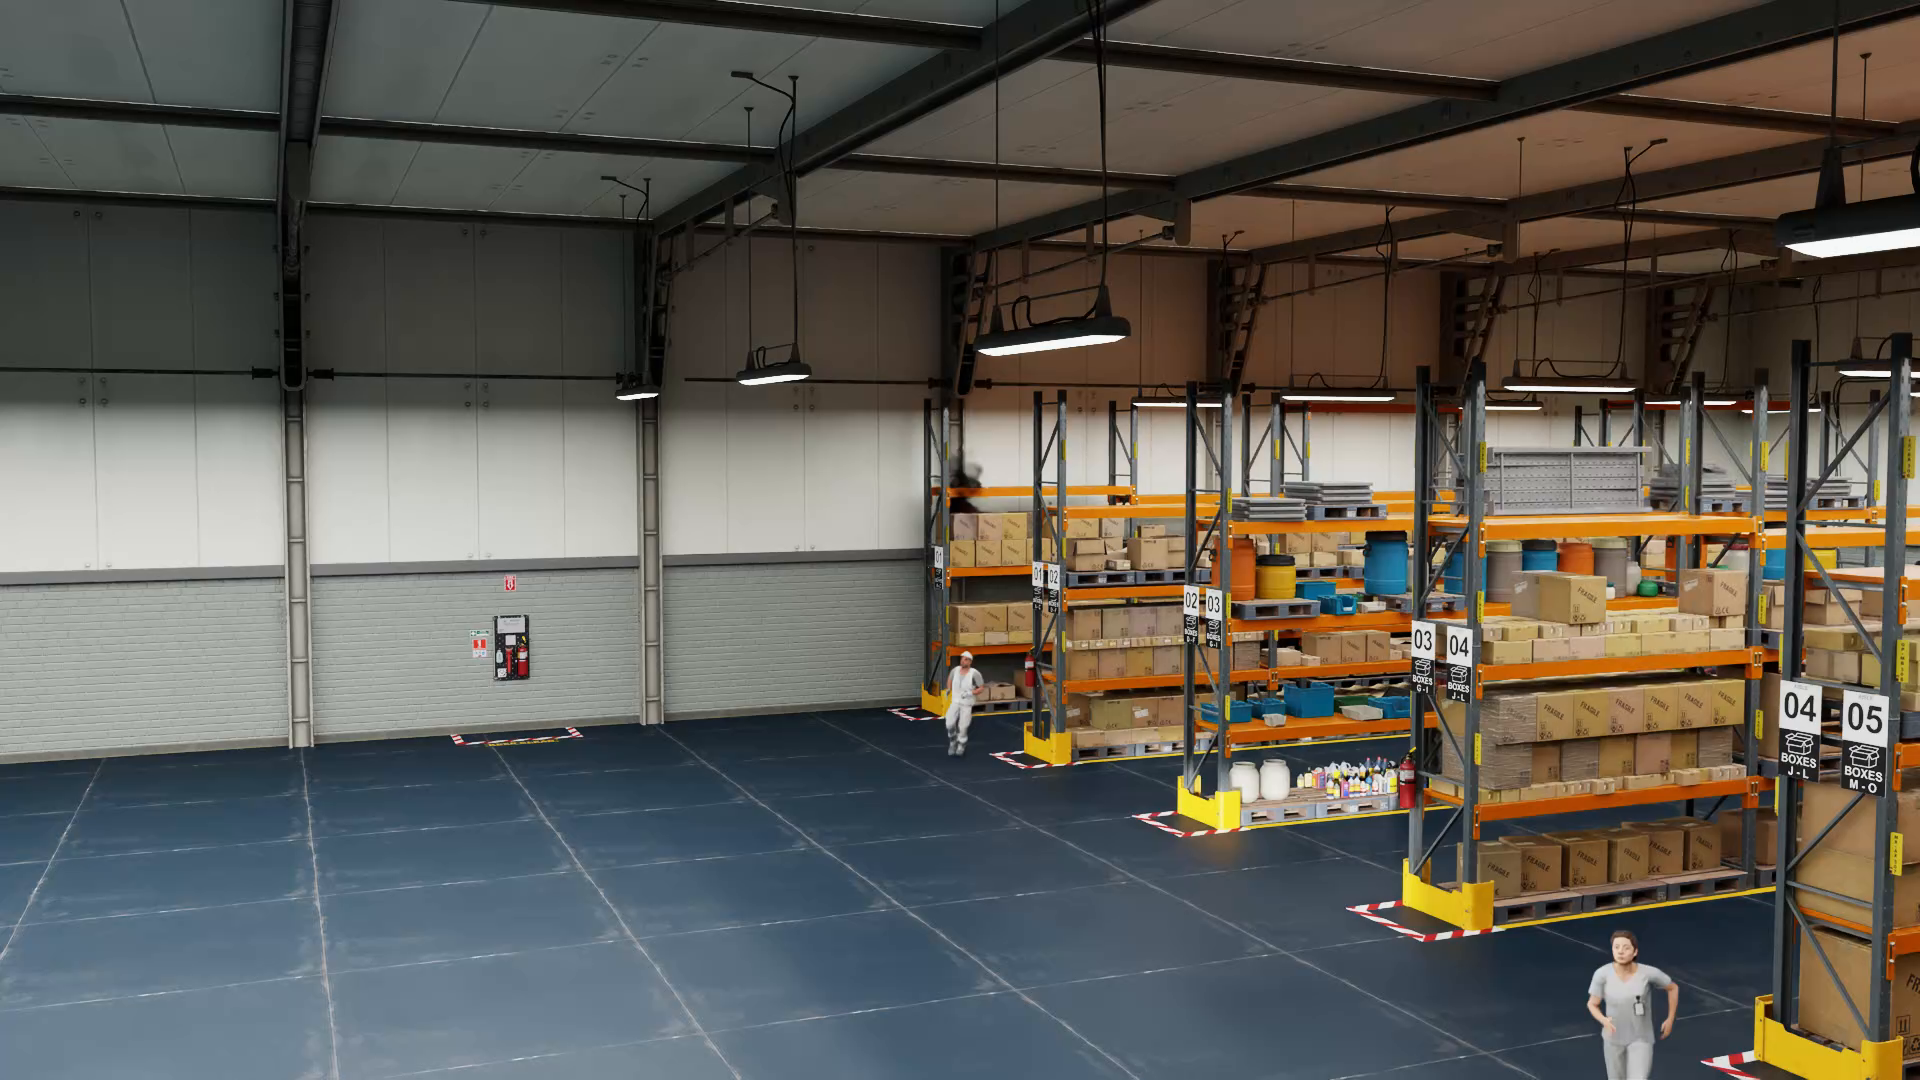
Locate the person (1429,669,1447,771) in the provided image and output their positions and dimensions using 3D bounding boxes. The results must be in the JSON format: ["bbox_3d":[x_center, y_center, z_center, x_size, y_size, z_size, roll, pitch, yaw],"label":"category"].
[{"bbox_3d":[7.548,2.757,26.055,0.835,1.745,0.719,-1,4,-23],"label":"person"}]

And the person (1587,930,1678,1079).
[{"bbox_3d":[4.840,3.622,12.005,0.579,1.615,0.764,2,4,30],"label":"person"}]

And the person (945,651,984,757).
[{"bbox_3d":[0.053,2.684,27.161,0.680,1.749,0.586,1,4,19],"label":"person"}]
